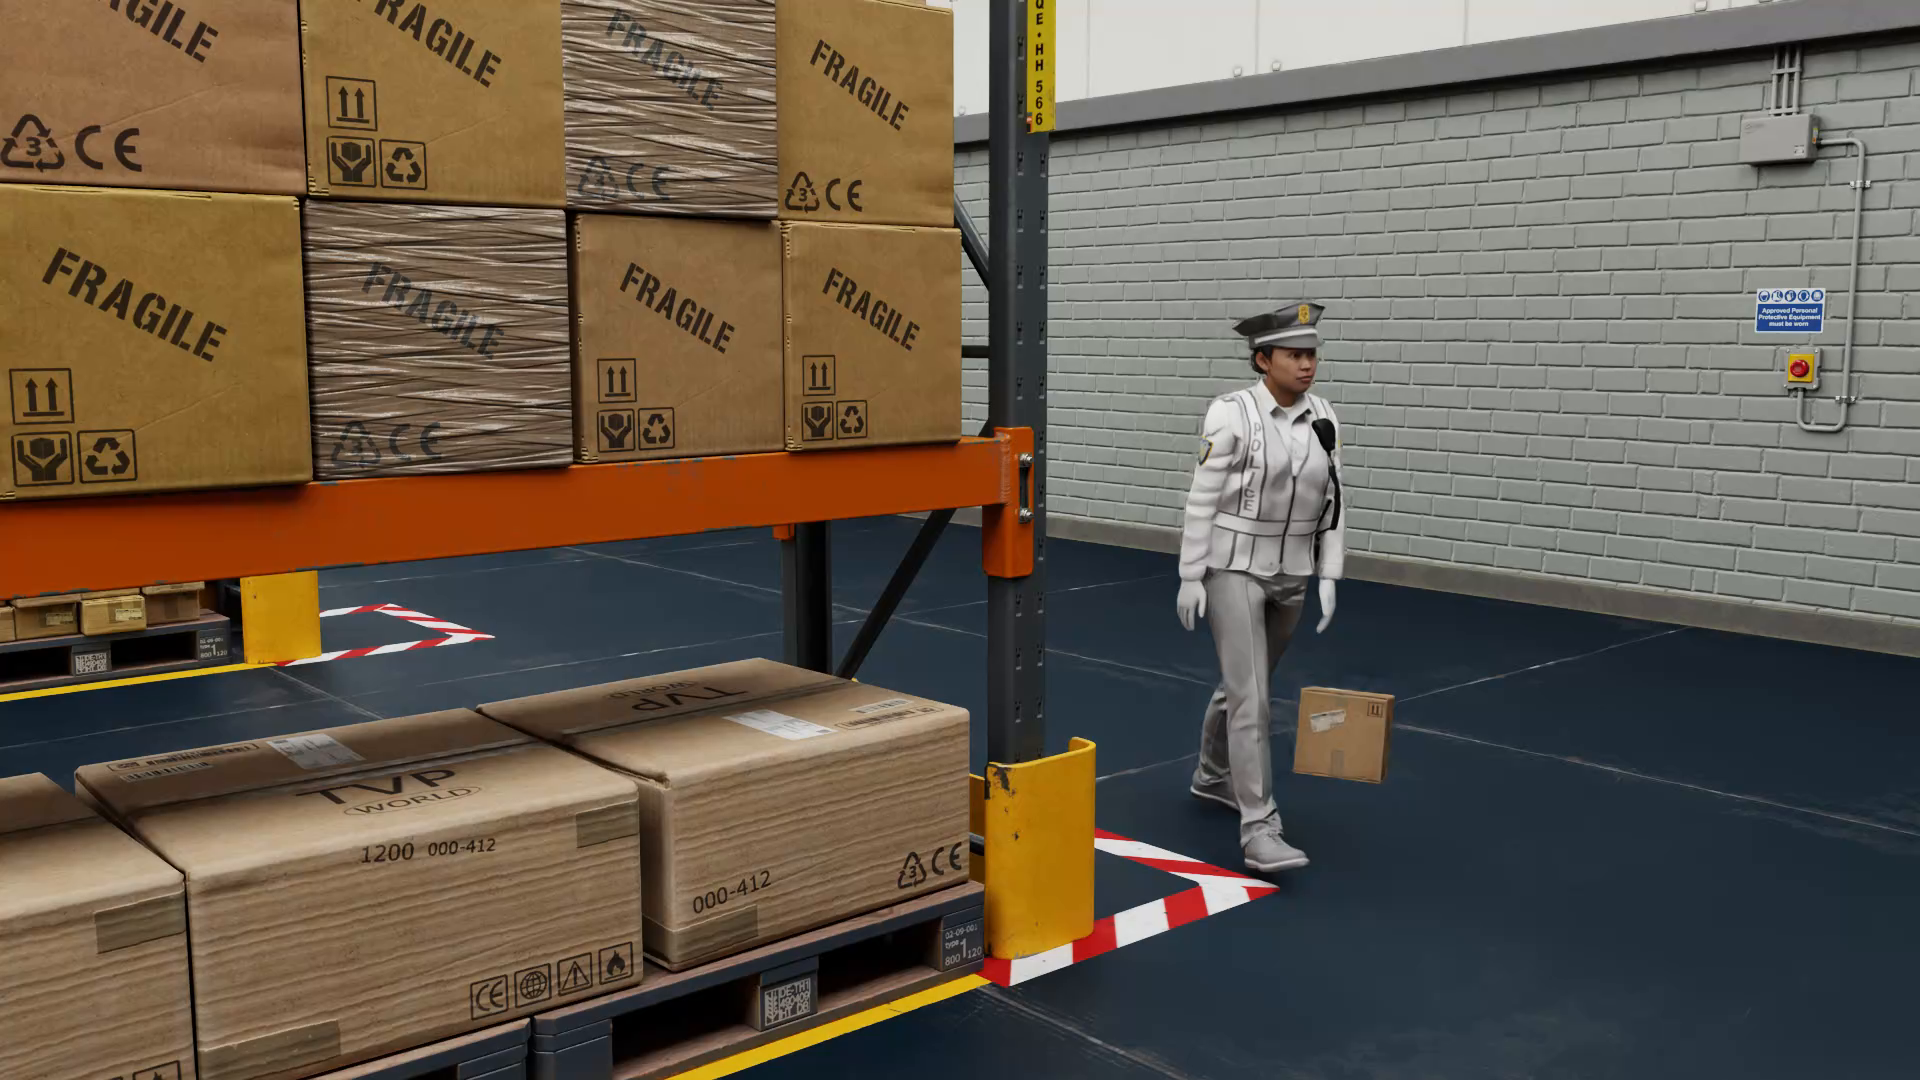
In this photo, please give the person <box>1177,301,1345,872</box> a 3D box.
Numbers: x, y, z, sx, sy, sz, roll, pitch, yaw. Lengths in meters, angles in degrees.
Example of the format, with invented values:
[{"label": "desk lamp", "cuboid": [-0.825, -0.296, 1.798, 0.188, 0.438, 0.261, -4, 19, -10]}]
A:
[{"label": "person", "cuboid": [0.930, 0.108, 4.971, 0.524, 1.624, 0.913, -3, 8, -24]}]
